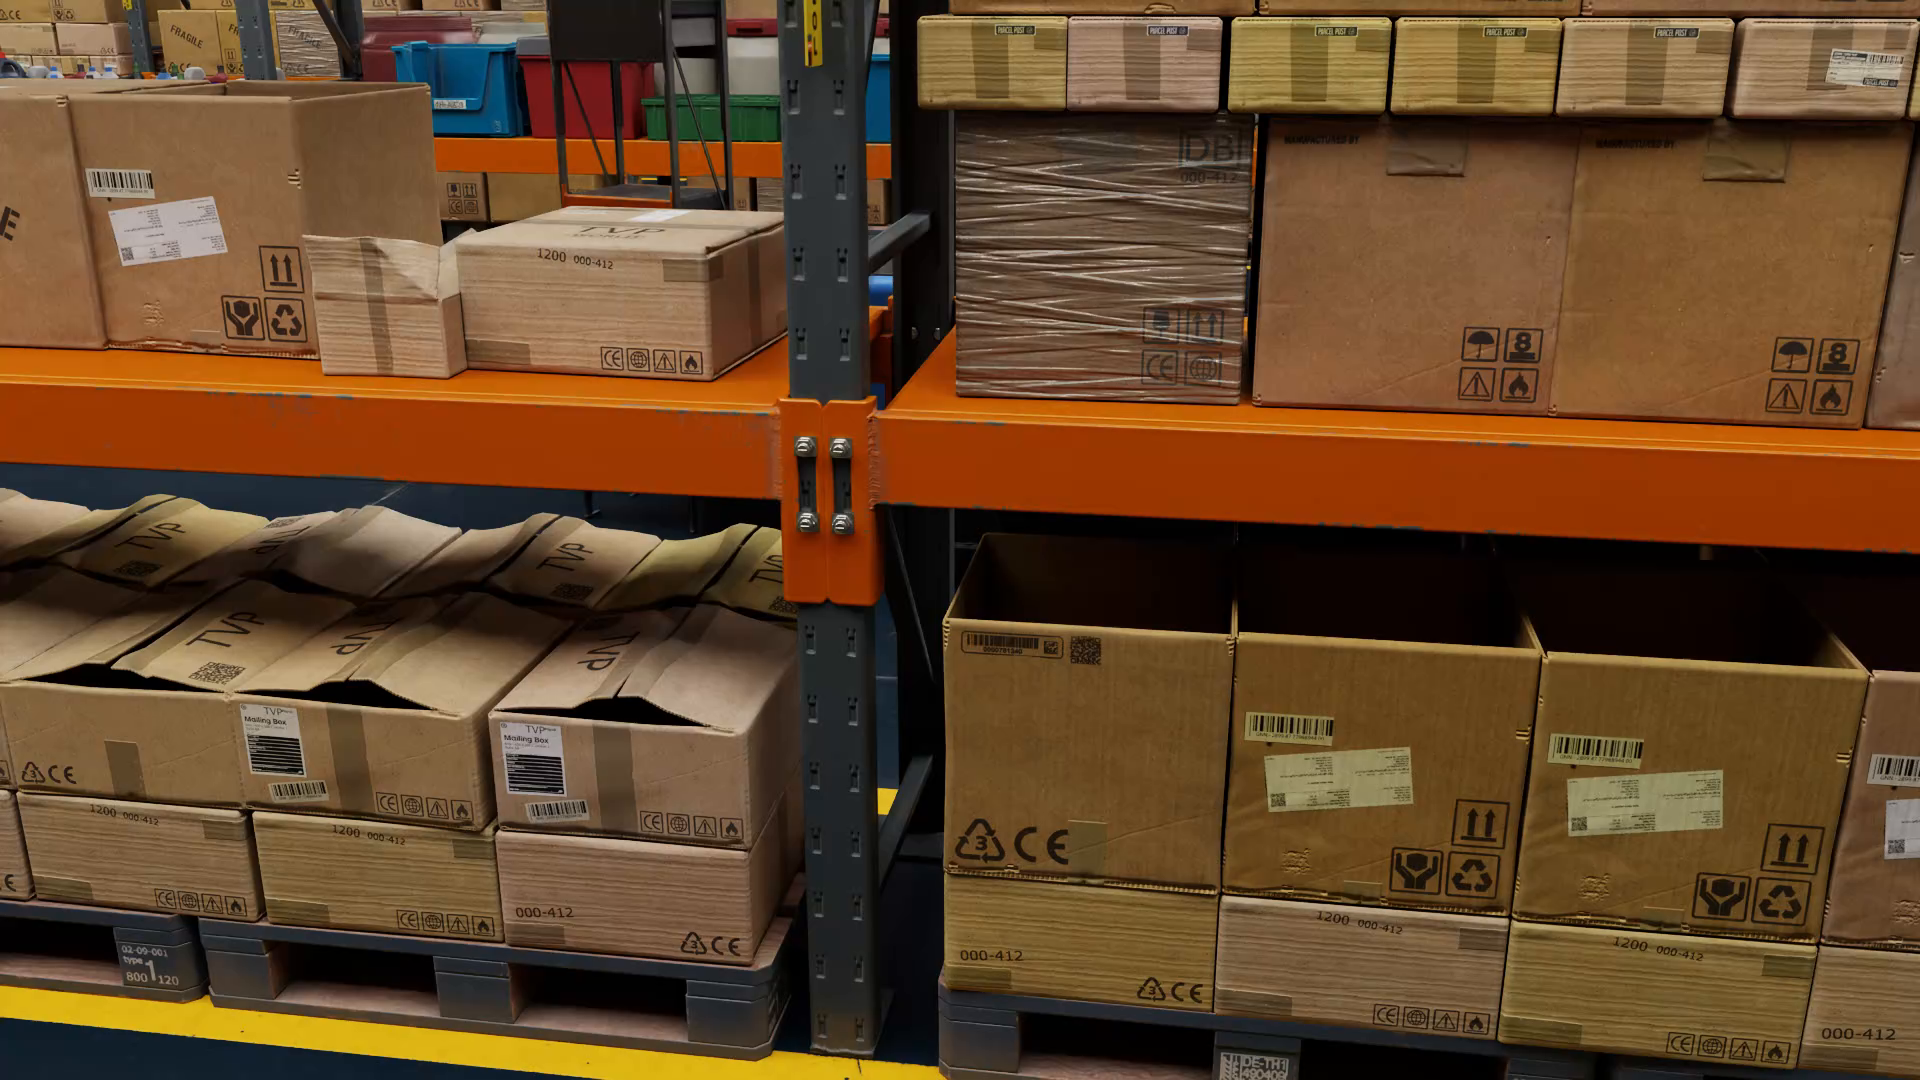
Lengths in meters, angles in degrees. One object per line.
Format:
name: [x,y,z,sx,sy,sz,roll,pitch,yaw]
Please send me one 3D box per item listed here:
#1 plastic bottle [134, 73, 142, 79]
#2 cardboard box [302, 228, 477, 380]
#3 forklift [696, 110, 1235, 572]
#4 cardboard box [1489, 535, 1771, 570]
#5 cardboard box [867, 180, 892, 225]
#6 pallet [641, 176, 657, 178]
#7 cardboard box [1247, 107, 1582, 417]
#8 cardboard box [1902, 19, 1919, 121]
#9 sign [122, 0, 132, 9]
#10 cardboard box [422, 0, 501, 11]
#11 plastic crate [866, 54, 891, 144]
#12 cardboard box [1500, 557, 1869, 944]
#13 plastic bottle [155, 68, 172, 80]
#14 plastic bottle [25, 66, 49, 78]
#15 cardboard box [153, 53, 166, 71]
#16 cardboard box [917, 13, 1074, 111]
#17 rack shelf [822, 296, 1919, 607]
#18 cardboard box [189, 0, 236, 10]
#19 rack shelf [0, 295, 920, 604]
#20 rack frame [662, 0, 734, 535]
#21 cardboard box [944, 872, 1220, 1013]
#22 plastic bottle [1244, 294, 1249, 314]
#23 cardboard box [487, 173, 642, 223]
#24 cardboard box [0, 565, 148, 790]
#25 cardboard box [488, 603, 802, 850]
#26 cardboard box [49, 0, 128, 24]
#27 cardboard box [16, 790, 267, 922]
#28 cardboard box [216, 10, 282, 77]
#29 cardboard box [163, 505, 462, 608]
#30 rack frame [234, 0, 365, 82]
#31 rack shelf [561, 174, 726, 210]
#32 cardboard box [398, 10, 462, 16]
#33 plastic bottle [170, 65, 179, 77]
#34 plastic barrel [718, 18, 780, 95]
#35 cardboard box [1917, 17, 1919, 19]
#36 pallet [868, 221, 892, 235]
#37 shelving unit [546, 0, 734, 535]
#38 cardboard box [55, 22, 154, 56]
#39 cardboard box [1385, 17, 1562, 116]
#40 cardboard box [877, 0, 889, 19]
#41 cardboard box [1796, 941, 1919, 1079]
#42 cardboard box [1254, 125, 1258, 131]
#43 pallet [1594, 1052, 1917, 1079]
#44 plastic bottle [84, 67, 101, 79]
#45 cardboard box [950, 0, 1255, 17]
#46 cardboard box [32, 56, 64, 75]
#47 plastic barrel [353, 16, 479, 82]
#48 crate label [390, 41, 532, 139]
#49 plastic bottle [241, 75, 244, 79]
plastic bottle: [-4.008,-2.159,8.212,0.133,0.283,0.061,3,19,9]
cardboard box: [-1.050,-0.486,3.240,0.258,0.266,0.396,2,19,7]
forklift: [0.622,-1.358,5.743,3.031,2.935,1.130,3,19,9]
cardboard box: [1.325,0.194,3.486,0.500,0.500,0.500,3,19,9]
cardboard box: [-0.752,-2.813,13.229,0.500,0.500,0.700,5,19,13]
pallet: [-3.614,-4.196,18.511,1.213,0.211,1.003,3,19,9]
cardboard box: [0.808,-0.565,3.108,0.500,0.500,0.700,3,19,8]
cardboard box: [1.611,-0.767,2.688,0.250,0.149,0.380,3,19,8]
sign: [-6.564,-4.343,13.066,0.005,0.325,0.100,3,19,9]
cardboard box: [-3.890,-4.466,13.185,0.637,0.503,0.797,3,19,10]
plastic crate: [-0.502,-2.065,7.773,0.575,0.384,0.392,3,19,9]
cardboard box: [1.242,0.358,2.995,0.500,0.500,0.500,3,19,9]
plastic bottle: [-4.266,-2.396,8.941,0.097,0.271,0.097,0,18,0]
plastic bottle: [-5.059,-2.450,9.093,0.135,0.276,0.152,3,19,9]
cardboard box: [-6.716,-4.069,14.132,0.250,0.149,0.380,3,19,9]
cardboard box: [0.081,-0.844,2.917,0.250,0.149,0.380,3,19,9]
rack shelf: [1.821,-0.121,3.071,4.000,0.370,1.077,3,19,9]
cardboard box: [-5.845,-4.562,13.473,0.637,0.503,0.797,2,19,7]
rack shelf: [-2.128,-0.322,3.673,4.000,0.370,1.077,3,19,9]
rack frame: [-0.946,-1.076,6.208,0.015,2.100,0.400,8,20,22]
cardboard box: [0.257,0.660,3.274,0.500,0.250,0.500,3,19,9]
plastic bottle: [1.507,-1.115,8.390,0.185,0.351,0.144,2,19,6]
cardboard box: [-3.206,-3.100,13.528,0.875,0.875,1.225,2,19,6]
cardboard box: [-2.101,0.269,3.560,0.500,0.311,0.500,3,19,8]
cardboard box: [-0.599,0.345,3.331,0.500,0.311,0.500,3,19,9]
cardboard box: [-6.973,-4.434,13.413,0.500,0.500,0.500,3,19,10]
cardboard box: [-1.613,0.560,3.573,0.500,0.250,0.500,3,19,10]
cardboard box: [-5.566,-3.990,13.342,0.500,0.500,0.500,3,19,9]
cardboard box: [-1.526,0.125,3.991,0.500,0.311,0.500,2,19,7]
rack frame: [-3.313,-2.316,8.497,0.127,3.000,1.000,3,19,9]
rack shelf: [-1.170,-1.094,6.305,0.480,0.518,0.431,8,20,22]
cardboard box: [-4.059,-3.914,13.116,0.500,0.500,0.500,2,19,7]
plastic bottle: [-4.271,-2.428,9.016,0.133,0.283,0.061,3,19,9]
plastic barrel: [-0.998,-2.333,8.333,0.433,0.535,0.433,0,18,0]
cardboard box: [1.772,-1.129,2.749,0.500,0.500,0.700,3,19,9]
pallet: [-0.555,-2.443,13.272,1.213,0.211,1.003,3,19,9]
shelving unit: [-1.170,-1.107,6.301,0.503,2.100,0.431,8,20,22]
cardboard box: [-6.955,-4.079,13.533,0.500,0.250,0.500,3,19,8]
cardboard box: [0.843,-0.806,2.804,0.250,0.149,0.380,3,19,8]
cardboard box: [-0.304,-3.973,12.624,0.637,0.503,0.797,5,19,14]
cardboard box: [1.737,0.737,3.044,0.500,0.250,0.500,3,19,9]
cardboard box: [2.918,-4.353,17.272,0.875,0.875,0.875,3,19,9]
pallet: [1.833,0.873,3.360,1.213,0.211,1.003,3,19,9]
plastic bottle: [-4.712,-2.439,9.067,0.097,0.271,0.097,0,18,0]
cardboard box: [0.286,-1.205,2.975,0.500,0.500,0.700,3,19,9]
cardboard box: [-7.338,-3.888,13.593,0.250,0.149,0.380,3,19,8]
plastic barrel: [-2.807,-2.452,8.689,0.708,0.536,0.600,3,19,9]
crate label: [-2.375,-2.198,8.089,0.616,0.435,0.502,3,19,9]
plastic bottle: [-3.799,-2.392,8.928,0.097,0.271,0.097,0,18,0]
